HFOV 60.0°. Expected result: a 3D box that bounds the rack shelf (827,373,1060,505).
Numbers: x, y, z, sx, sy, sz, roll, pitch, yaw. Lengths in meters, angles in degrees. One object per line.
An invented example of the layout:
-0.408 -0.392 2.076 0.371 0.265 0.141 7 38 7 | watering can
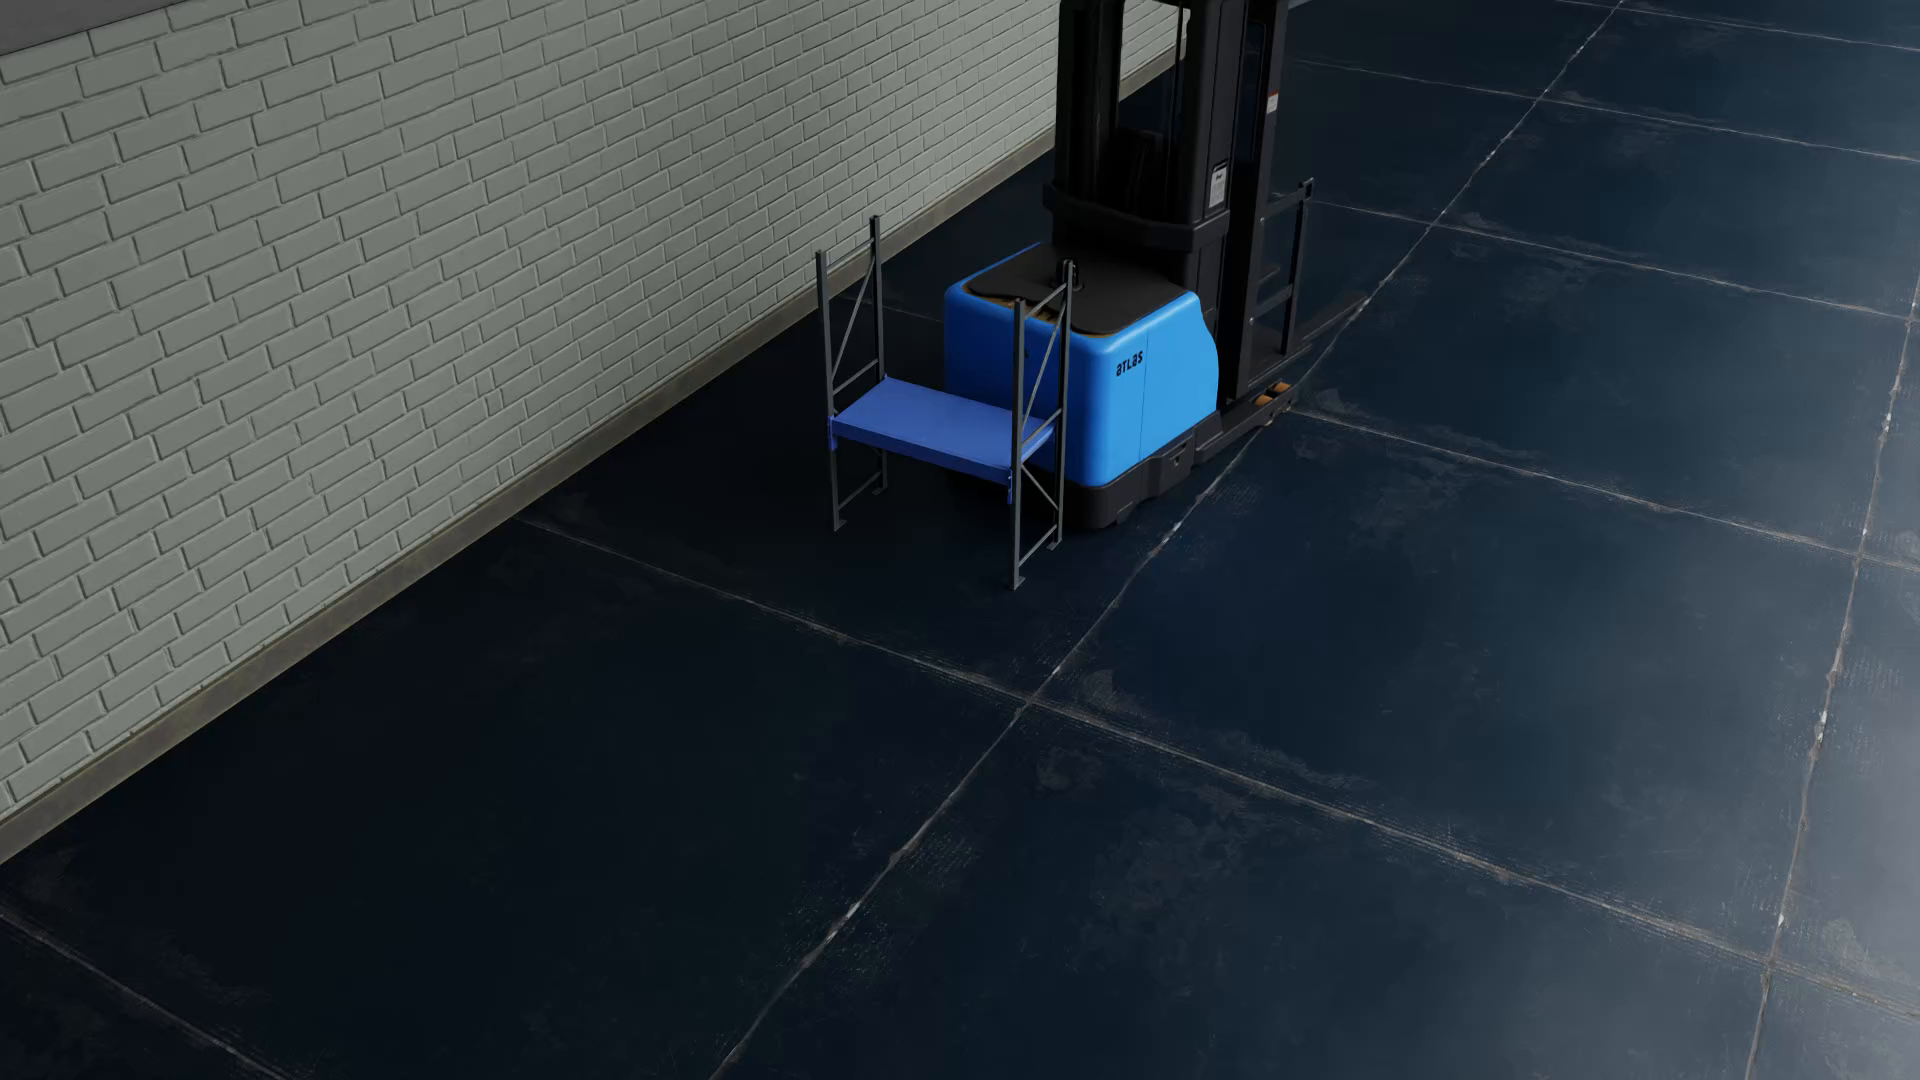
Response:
-0.074 -0.498 7.969 1.000 0.185 0.538 18 37 24 | rack shelf

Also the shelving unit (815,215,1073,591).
-0.074 -0.648 7.870 1.048 1.500 0.538 18 37 24 | shelving unit

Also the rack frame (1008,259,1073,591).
0.367 -0.508 7.660 0.032 1.500 0.500 18 37 24 | rack frame

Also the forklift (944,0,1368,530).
1.244 -2.014 8.630 1.130 2.935 3.031 25 41 33 | forklift

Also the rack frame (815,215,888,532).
-0.515 -0.788 8.079 0.032 1.500 0.500 18 37 24 | rack frame
